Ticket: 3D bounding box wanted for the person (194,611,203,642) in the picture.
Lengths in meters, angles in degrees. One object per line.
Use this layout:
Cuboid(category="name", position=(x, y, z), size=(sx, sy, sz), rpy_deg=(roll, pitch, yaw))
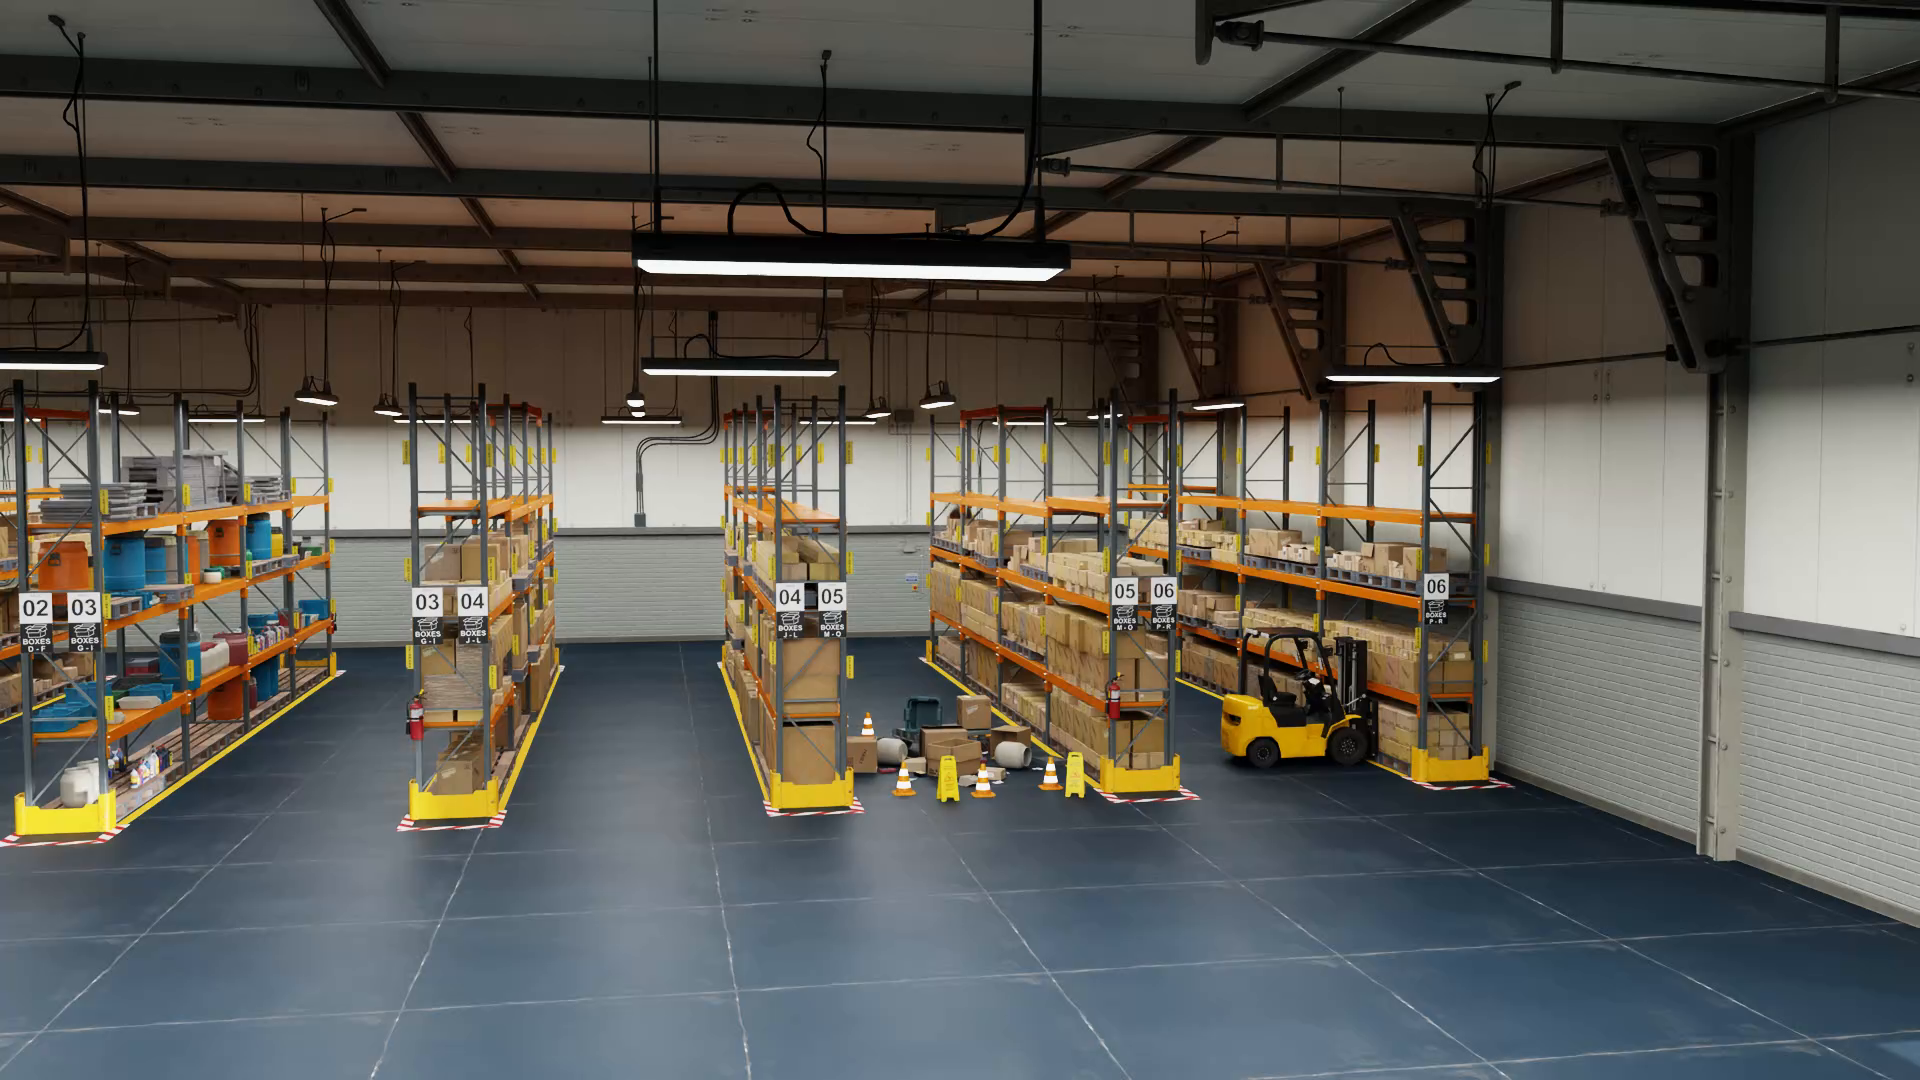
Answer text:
Cuboid(category="person", position=(-16.338, 2.352, 35.540), size=(0.501, 1.700, 0.428), rpy_deg=(2, 3, 31))
